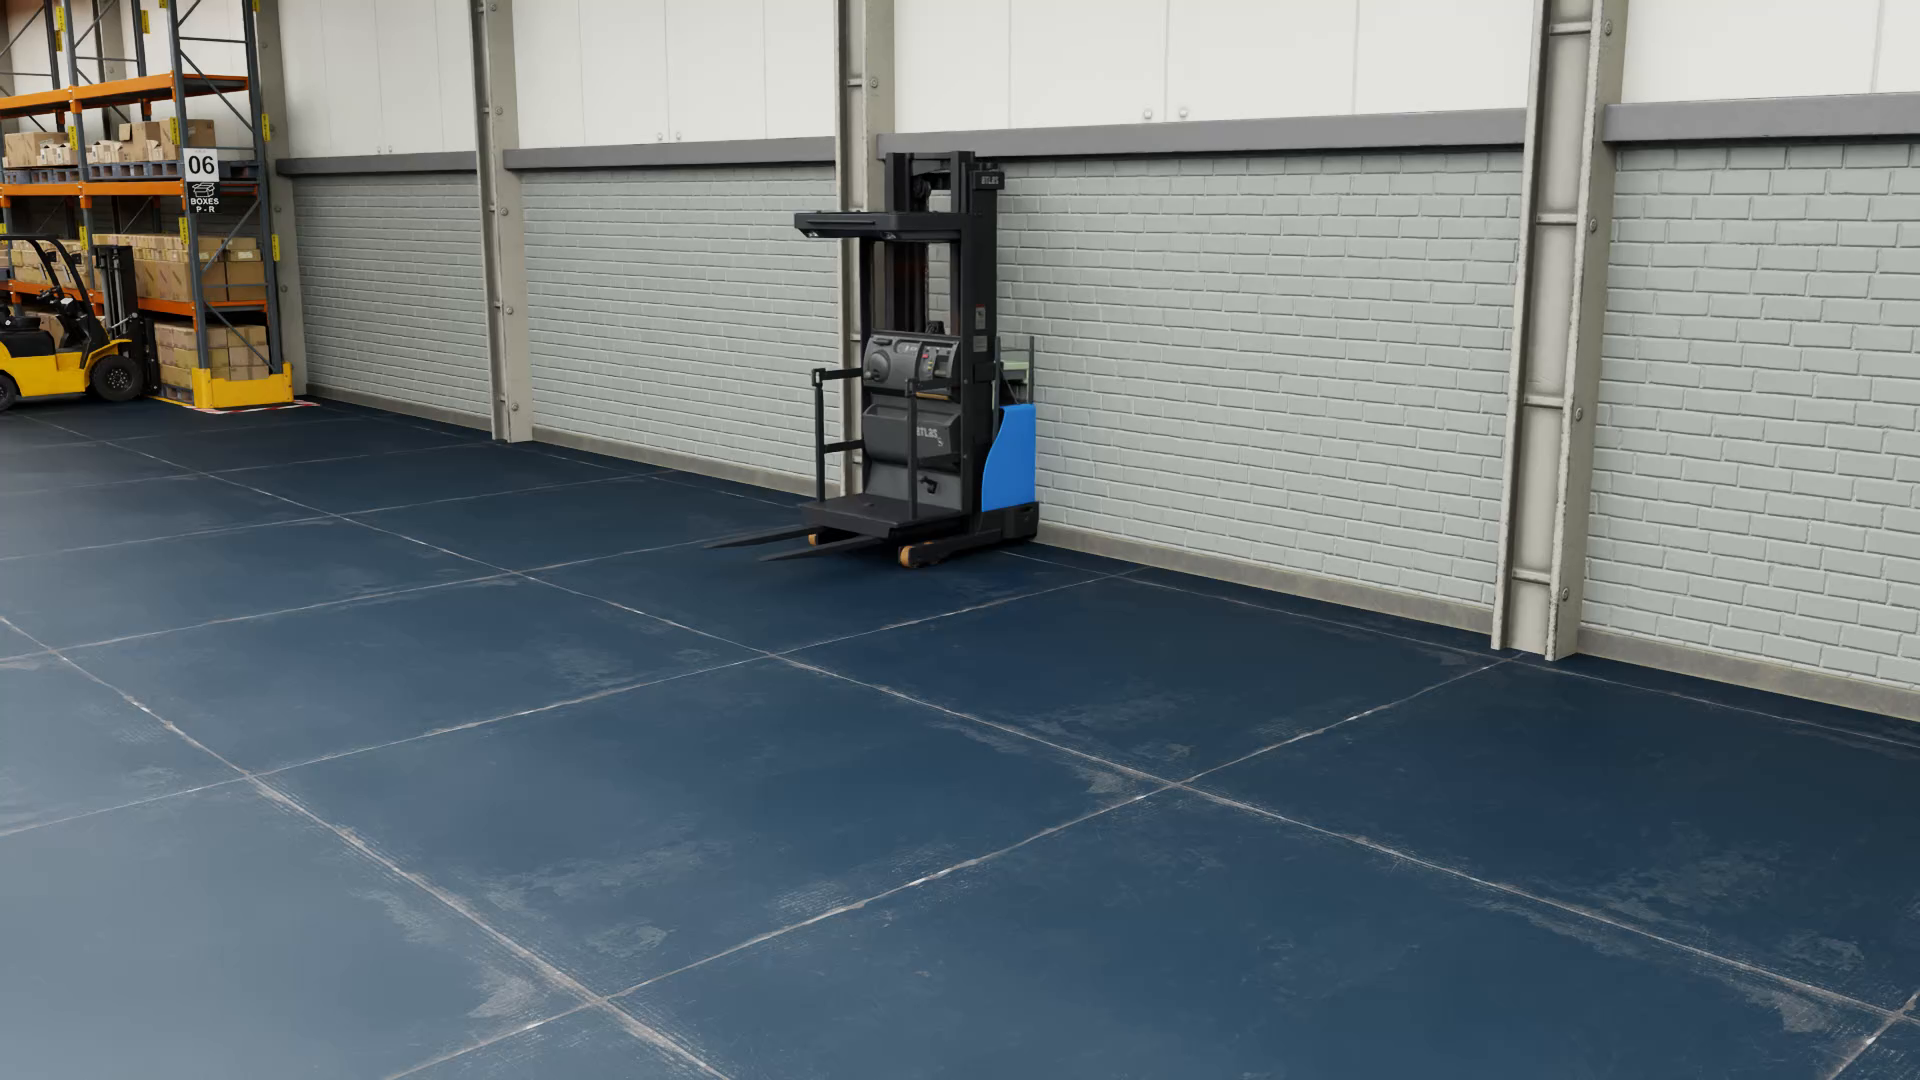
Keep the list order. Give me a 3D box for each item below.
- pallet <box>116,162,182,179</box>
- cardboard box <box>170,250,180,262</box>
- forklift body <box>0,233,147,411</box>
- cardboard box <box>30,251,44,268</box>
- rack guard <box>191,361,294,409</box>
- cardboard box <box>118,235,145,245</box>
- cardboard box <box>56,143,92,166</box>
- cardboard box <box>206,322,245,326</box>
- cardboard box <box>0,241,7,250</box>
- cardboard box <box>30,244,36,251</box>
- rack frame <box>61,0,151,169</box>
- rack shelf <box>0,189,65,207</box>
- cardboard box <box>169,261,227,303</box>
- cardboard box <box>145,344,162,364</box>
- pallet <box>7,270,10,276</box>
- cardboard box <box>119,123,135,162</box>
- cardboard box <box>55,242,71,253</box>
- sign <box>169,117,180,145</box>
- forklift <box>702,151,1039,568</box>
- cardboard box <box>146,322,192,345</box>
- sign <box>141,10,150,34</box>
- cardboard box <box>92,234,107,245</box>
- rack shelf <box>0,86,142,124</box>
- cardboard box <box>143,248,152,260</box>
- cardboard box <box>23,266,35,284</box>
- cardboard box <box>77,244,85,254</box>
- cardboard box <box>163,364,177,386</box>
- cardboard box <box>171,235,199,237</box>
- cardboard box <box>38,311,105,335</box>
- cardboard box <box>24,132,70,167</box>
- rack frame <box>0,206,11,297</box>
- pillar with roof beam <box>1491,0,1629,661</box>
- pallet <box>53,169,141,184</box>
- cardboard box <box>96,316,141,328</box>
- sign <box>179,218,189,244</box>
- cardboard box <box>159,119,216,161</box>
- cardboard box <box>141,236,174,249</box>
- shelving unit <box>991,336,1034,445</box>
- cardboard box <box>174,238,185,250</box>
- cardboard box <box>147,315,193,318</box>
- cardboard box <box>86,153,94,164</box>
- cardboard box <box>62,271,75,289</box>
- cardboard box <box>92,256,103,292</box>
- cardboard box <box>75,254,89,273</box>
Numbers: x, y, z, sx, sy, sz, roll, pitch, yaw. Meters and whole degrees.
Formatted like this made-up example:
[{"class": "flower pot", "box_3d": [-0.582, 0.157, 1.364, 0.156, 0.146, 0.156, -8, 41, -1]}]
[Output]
[{"class": "pallet", "box_3d": [-10.539, -4.935, 22.217, 1.003, 0.211, 1.213, -11, 16, -43]}, {"class": "cardboard box", "box_3d": [-9.862, -3.636, 21.269, 0.380, 0.149, 0.250, -11, 16, -42]}, {"class": "forklift body", "box_3d": [-11.851, -2.831, 21.323, 2.313, 2.155, 1.214, -11, 16, -43]}, {"class": "cardboard box", "box_3d": [-13.924, -4.312, 25.541, 0.500, 0.250, 0.500, 11, 16, 44]}, {"class": "rack guard", "box_3d": [-9.206, -1.996, 21.363, 1.175, 0.500, 0.348, -11, 16, -43]}, {"class": "cardboard box", "box_3d": [-11.248, -4.085, 22.713, 0.380, 0.149, 0.250, -11, 16, -43]}, {"class": "cardboard box", "box_3d": [-12.661, -5.560, 23.963, 0.500, 0.311, 0.500, 11, 16, 43]}, {"class": "cardboard box", "box_3d": [-9.765, -2.742, 22.082, 0.500, 0.250, 0.500, -11, 16, -42]}, {"class": "cardboard box", "box_3d": [-16.008, -4.861, 27.773, 0.637, 0.503, 0.797, 11, 16, 44]}, {"class": "cardboard box", "box_3d": [-14.169, -4.562, 25.765, 0.380, 0.149, 0.250, -11, 16, -42]}, {"class": "rack frame", "box_3d": [-11.985, -6.746, 23.356, 1.000, 3.000, 0.127, -11, 16, -43]}, {"class": "rack shelf", "box_3d": [-16.128, -5.801, 27.981, 1.077, 0.370, 4.000, -11, 16, -43]}, {"class": "cardboard box", "box_3d": [-9.752, -3.308, 21.289, 0.500, 0.500, 0.500, -11, 16, -44]}, {"class": "cardboard box", "box_3d": [-10.495, -2.503, 22.160, 0.500, 0.250, 0.500, -11, 16, -44]}, {"class": "pallet", "box_3d": [-16.093, -4.581, 28.189, 1.003, 0.211, 1.213, -11, 16, -43]}, {"class": "cardboard box", "box_3d": [-10.716, -5.283, 22.144, 0.797, 0.503, 0.637, -10, 15, -41]}, {"class": "cardboard box", "box_3d": [-13.285, -4.376, 24.863, 0.380, 0.149, 0.250, -11, 16, -42]}, {"class": "sign", "box_3d": [-9.624, -5.015, 20.387, 0.100, 0.325, 0.005, -11, 16, -43]}, {"class": "forklift", "box_3d": [-0.512, -1.347, 12.185, 1.130, 2.935, 3.031, 11, 16, 43]}, {"class": "cardboard box", "box_3d": [-10.479, -2.743, 22.086, 0.500, 0.250, 0.500, -11, 16, -42]}, {"class": "sign", "box_3d": [-11.566, -7.355, 23.604, 0.100, 0.325, 0.005, -11, 16, -43]}, {"class": "cardboard box", "box_3d": [-11.979, -4.233, 23.429, 0.380, 0.149, 0.250, -10, 16, -41]}, {"class": "rack shelf", "box_3d": [-13.366, -6.490, 24.886, 1.077, 0.370, 4.000, -11, 16, -43]}, {"class": "cardboard box", "box_3d": [-10.568, -3.786, 22.001, 0.380, 0.149, 0.250, -11, 16, -42]}, {"class": "cardboard box", "box_3d": [-14.274, -4.145, 25.971, 0.500, 0.250, 0.500, -11, 16, -44]}, {"class": "cardboard box", "box_3d": [-12.573, -4.229, 24.148, 0.380, 0.149, 0.250, -11, 16, -43]}, {"class": "cardboard box", "box_3d": [-10.112, -2.182, 21.841, 0.500, 0.250, 0.500, -11, 16, -43]}, {"class": "cardboard box", "box_3d": [-10.532, -4.083, 22.704, 0.380, 0.149, 0.250, -10, 15, -41]}, {"class": "cardboard box", "box_3d": [-13.869, -3.247, 26.083, 0.875, 0.625, 0.625, -10, 15, -41]}, {"class": "cardboard box", "box_3d": [-13.720, -5.876, 25.031, 0.500, 0.500, 0.500, -10, 16, -41]}, {"class": "rack frame", "box_3d": [-17.509, -4.976, 29.628, 1.000, 3.000, 0.127, -11, 16, -43]}, {"class": "pillar with roof beam", "box_3d": [0.266, -3.163, 5.963, 9.100, 9.000, 0.400, -11, 16, -43]}, {"class": "pallet", "box_3d": [-12.603, -5.310, 24.294, 1.217, 0.209, 0.805, 11, 16, 43]}, {"class": "cardboard box", "box_3d": [-11.878, -3.042, 23.541, 0.500, 0.250, 0.500, -11, 16, -43]}, {"class": "sign", "box_3d": [-9.624, -3.834, 20.630, 0.100, 0.325, 0.005, -11, 16, -43]}, {"class": "cardboard box", "box_3d": [-9.704, -5.028, 20.911, 0.500, 0.500, 0.500, -10, 15, -41]}, {"class": "cardboard box", "box_3d": [-10.576, -3.932, 21.970, 0.380, 0.149, 0.250, -10, 16, -41]}, {"class": "shelving unit", "box_3d": [0.145, -0.834, 12.826, 0.431, 1.500, 0.755, -7, 13, -43]}, {"class": "cardboard box", "box_3d": [-9.815, -3.791, 21.287, 0.380, 0.149, 0.250, -11, 16, -42]}, {"class": "cardboard box", "box_3d": [-11.144, -3.040, 23.529, 0.500, 0.250, 0.500, -11, 16, -43]}, {"class": "cardboard box", "box_3d": [-11.895, -5.301, 23.108, 0.380, 0.149, 0.250, -10, 16, -41]}, {"class": "cardboard box", "box_3d": [-12.873, -3.844, 24.509, 0.500, 0.250, 0.500, -11, 16, -43]}, {"class": "cardboard box", "box_3d": [-11.867, -3.756, 23.460, 0.500, 0.500, 0.500, 11, 16, 44]}, {"class": "cardboard box", "box_3d": [-12.509, -4.015, 24.101, 0.500, 0.250, 0.500, -11, 16, -44]}]
